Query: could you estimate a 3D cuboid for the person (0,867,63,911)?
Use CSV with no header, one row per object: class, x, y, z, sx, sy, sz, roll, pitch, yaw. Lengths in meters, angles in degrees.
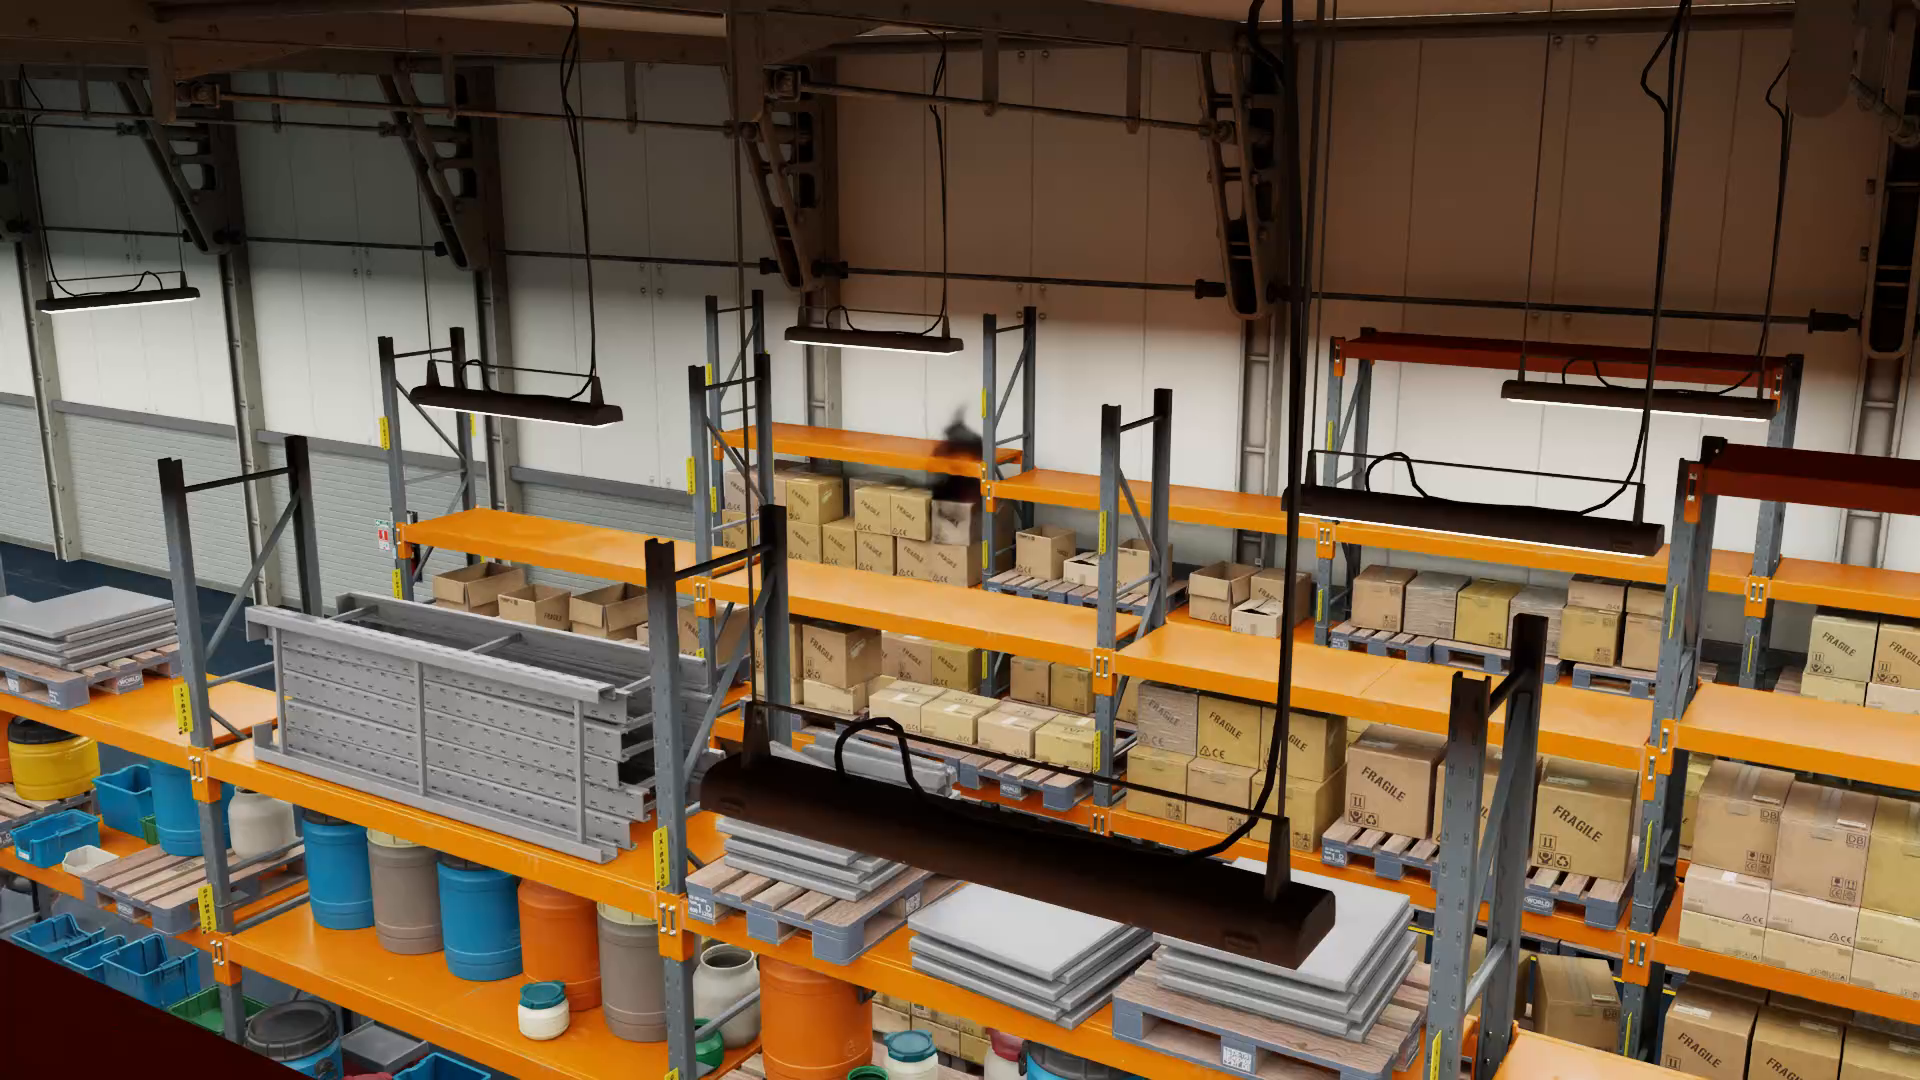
person,-9.658,3.196,16.828,0.931,1.636,0.580,-9,17,-33
